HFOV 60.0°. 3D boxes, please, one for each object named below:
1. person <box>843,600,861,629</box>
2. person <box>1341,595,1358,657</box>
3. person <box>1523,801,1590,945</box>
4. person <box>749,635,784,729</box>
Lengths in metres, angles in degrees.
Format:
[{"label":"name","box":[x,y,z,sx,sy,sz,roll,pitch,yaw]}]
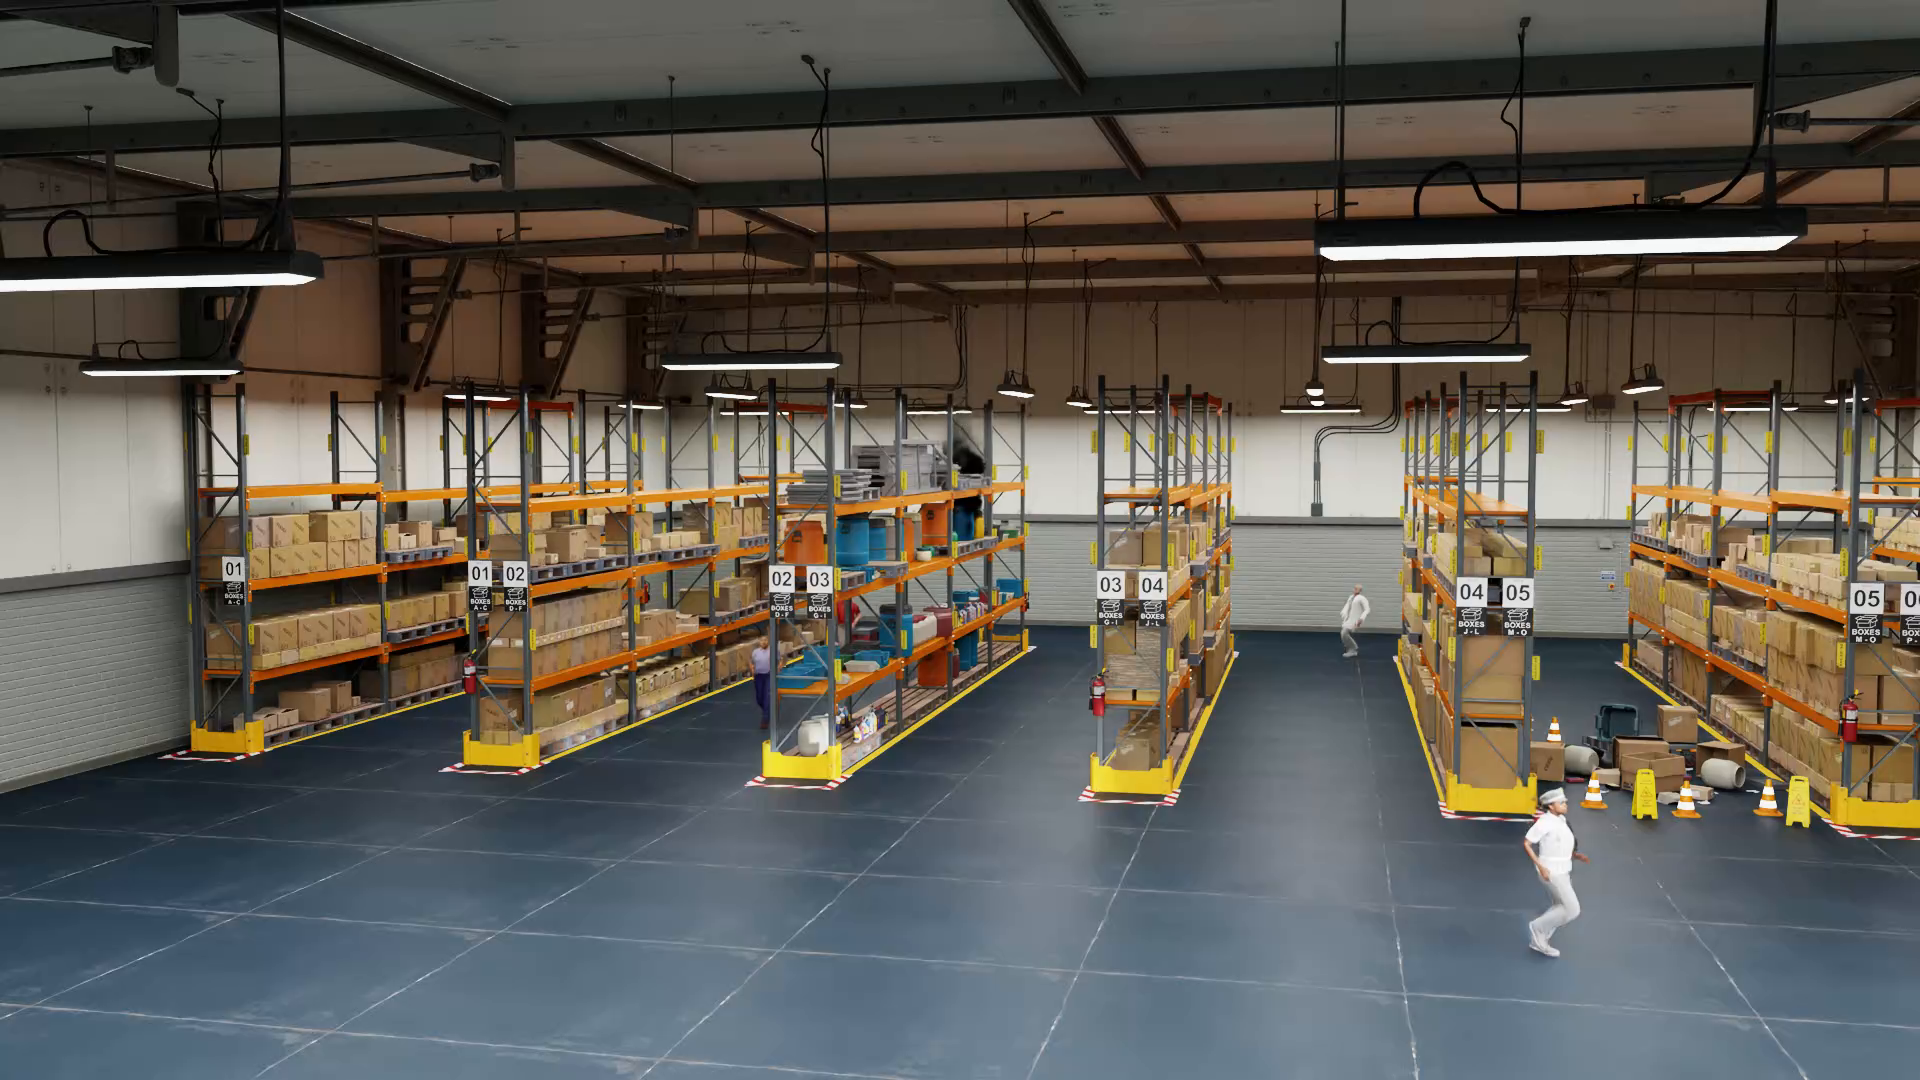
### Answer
[{"label":"person","box":[-2.591,1.598,37.520,0.685,0.856,0.378,0,3,7]},{"label":"person","box":[9.224,2.026,39.195,0.563,1.487,0.661,-1,3,-17]},{"label":"person","box":[5.849,3.227,16.213,0.561,1.546,0.561,3,4,39]},{"label":"person","box":[-3.467,2.505,29.683,0.607,1.648,0.841,0,3,4]}]
